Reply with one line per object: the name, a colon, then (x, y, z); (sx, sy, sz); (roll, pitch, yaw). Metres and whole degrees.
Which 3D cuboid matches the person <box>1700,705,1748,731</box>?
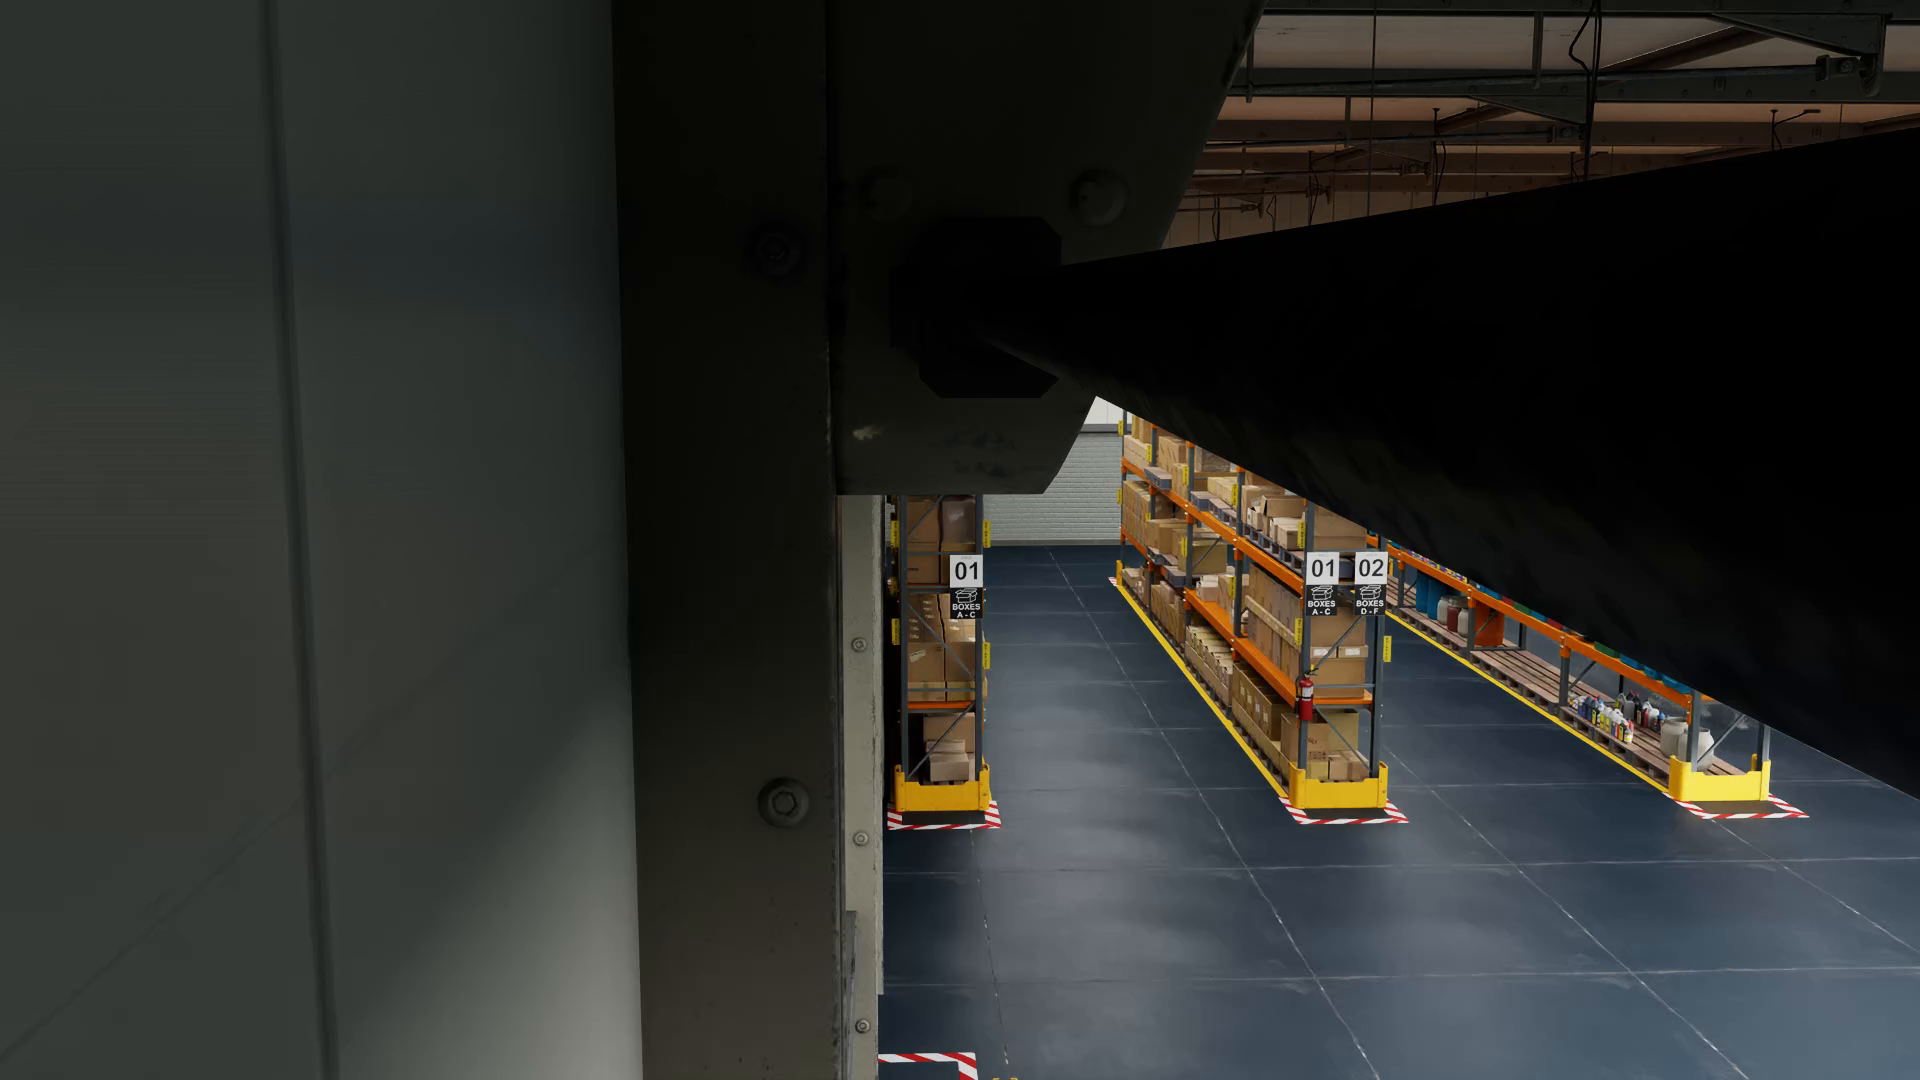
person: (11.396, 1.953, 24.560); (0.707, 1.599, 1.128); (-2, 9, -16)
